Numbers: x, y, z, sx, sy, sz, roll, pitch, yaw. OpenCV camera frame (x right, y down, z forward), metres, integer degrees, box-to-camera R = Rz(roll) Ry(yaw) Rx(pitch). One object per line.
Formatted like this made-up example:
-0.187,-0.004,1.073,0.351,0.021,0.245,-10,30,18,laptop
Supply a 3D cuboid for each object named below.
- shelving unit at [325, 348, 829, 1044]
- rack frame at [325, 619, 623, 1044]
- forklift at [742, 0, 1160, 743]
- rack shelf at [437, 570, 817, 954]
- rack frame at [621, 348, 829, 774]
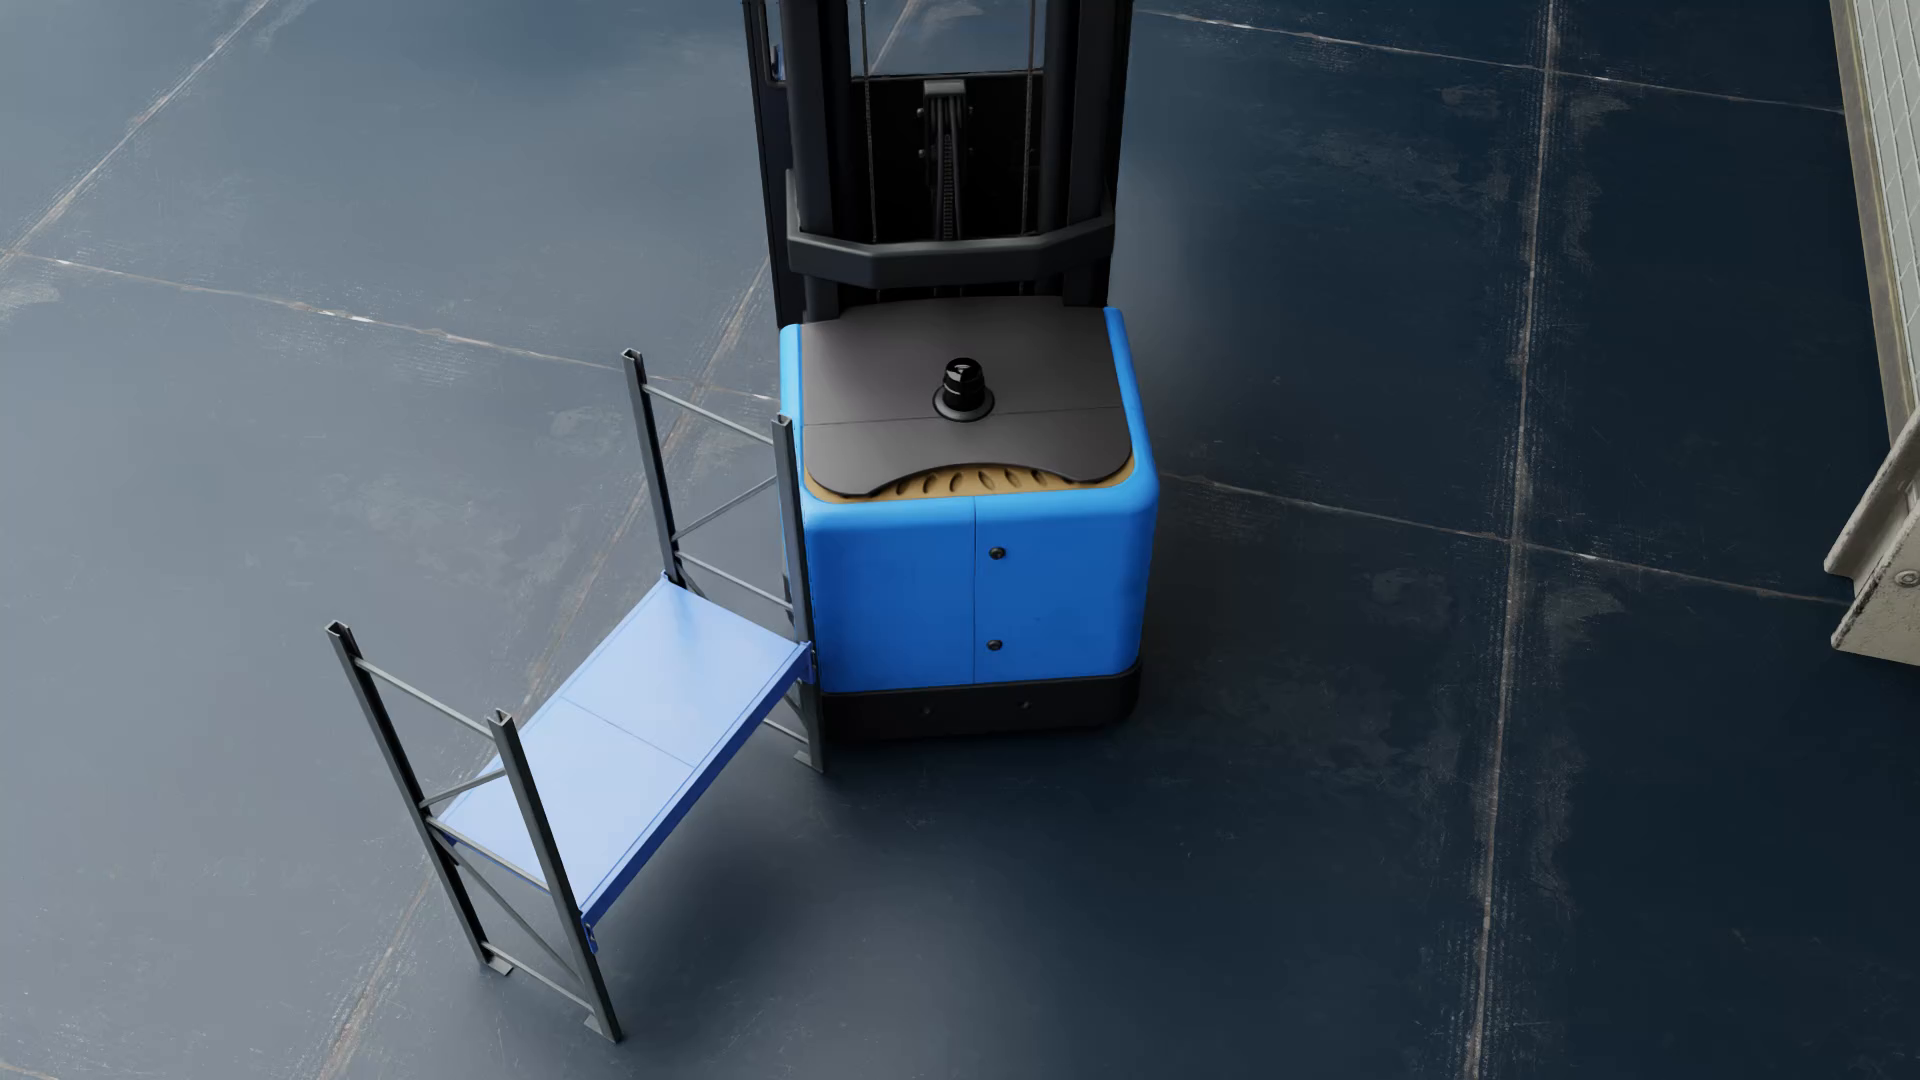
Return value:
-0.887,0.445,4.357,0.538,1.500,1.048,24,53,20,shelving unit
-1.147,0.773,4.068,0.500,1.500,0.032,24,53,20,rack frame
-0.082,-1.457,5.081,1.130,2.935,3.031,-4,49,-3,forklift
-0.887,0.564,4.491,0.538,0.185,1.000,24,53,20,rack shelf
-0.627,0.118,4.646,0.500,1.500,0.032,24,53,20,rack frame
